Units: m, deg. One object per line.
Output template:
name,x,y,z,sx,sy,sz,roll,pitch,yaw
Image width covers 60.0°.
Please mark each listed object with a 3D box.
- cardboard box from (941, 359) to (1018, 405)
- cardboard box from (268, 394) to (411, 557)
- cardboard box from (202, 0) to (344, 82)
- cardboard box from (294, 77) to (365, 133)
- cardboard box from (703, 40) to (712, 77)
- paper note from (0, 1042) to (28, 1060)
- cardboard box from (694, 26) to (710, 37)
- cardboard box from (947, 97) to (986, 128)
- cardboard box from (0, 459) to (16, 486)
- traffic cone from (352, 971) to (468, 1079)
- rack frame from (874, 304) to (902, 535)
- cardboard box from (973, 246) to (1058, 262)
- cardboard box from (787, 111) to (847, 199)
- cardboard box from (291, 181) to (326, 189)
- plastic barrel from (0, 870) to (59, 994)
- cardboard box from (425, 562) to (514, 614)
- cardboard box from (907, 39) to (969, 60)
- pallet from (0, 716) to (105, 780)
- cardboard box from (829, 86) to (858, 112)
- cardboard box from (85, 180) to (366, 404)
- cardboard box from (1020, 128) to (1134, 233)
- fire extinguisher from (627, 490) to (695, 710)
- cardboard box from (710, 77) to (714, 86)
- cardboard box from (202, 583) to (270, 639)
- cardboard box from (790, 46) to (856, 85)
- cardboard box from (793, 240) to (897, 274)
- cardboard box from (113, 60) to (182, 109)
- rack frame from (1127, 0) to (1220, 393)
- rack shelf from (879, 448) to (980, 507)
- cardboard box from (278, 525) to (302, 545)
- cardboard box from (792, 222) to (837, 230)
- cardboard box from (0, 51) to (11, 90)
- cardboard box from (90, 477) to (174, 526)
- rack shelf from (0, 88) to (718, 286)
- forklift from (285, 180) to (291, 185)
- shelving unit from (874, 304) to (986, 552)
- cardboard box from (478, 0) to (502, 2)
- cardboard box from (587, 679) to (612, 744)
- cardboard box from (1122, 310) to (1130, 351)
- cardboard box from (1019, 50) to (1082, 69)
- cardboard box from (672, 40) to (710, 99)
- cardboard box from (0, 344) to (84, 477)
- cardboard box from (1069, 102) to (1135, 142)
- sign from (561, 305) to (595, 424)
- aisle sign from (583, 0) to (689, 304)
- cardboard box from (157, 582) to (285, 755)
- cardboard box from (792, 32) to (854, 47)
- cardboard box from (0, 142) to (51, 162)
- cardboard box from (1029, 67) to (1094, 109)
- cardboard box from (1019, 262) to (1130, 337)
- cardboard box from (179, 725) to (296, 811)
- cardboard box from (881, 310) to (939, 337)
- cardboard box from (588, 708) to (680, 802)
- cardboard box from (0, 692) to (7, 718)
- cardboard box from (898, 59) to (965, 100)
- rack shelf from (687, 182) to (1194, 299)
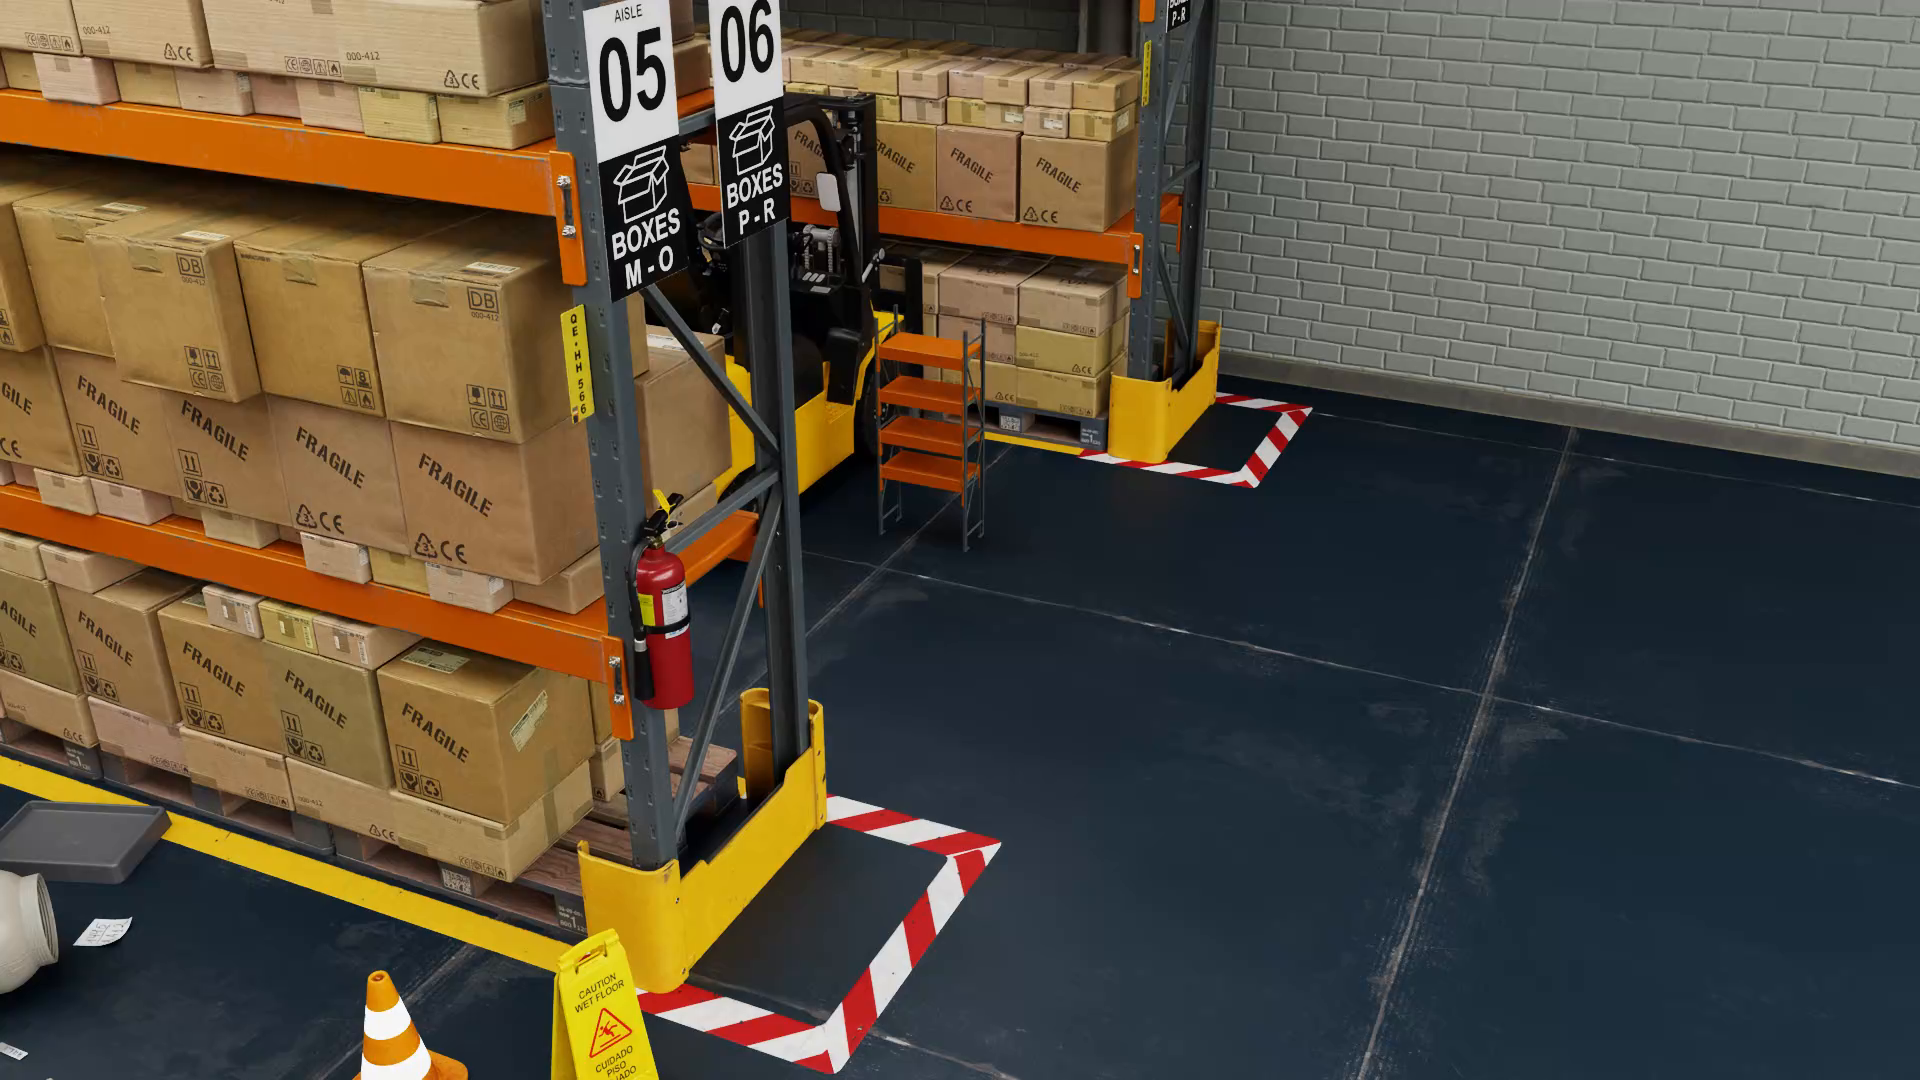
cardboard box,0.215,-1.057,10.139,0.500,0.250,0.500,11,28,22
cardboard box,-1.891,-0.313,5.539,0.500,0.500,0.500,11,28,22
cardboard box,-1.858,-1.548,4.934,0.500,0.250,0.500,11,28,21
cardboard box,-1.738,-1.333,4.950,0.250,0.149,0.380,12,29,23
cardboard box,-1.548,-2.929,10.119,0.250,0.149,0.380,12,29,23
paper note,-3.072,1.653,5.380,0.123,0.001,0.032,11,28,22
cardboard box,-1.546,-3.207,10.684,0.250,0.149,0.380,11,28,21
cardboard box,0.114,-2.492,9.569,0.250,0.149,0.380,11,28,21
cardboard box,-3.600,-0.364,6.377,0.250,0.149,0.380,12,29,23
traffic cone,-1.755,1.526,5.127,0.334,0.463,0.336,11,28,22
rack frame,-0.373,-0.613,8.637,0.015,1.200,0.240,11,28,22
cardboard box,0.407,-1.706,10.325,0.500,0.250,0.500,11,28,22
cardboard box,-0.732,-2.358,10.030,0.500,0.500,0.500,12,28,22
cardboard box,-4.900,-2.399,12.440,0.625,0.625,0.875,12,29,23
plastic barrel,-3.336,1.334,5.560,0.512,0.421,0.421,-12,29,-23
cardboard box,-1.535,0.076,5.484,0.250,0.149,0.380,11,28,21
cardboard box,-0.133,-2.947,10.155,0.250,0.149,0.380,11,28,21
pallet,-3.844,0.576,7.342,1.213,0.211,1.003,11,28,22
cardboard box,-0.577,-2.642,9.873,0.250,0.149,0.380,11,28,21
cardboard box,-2.349,-0.832,5.463,0.500,0.500,0.700,11,28,21
cardboard box,0.666,-2.078,9.462,0.500,0.500,0.500,11,28,21
fire extinguisher,-0.916,0.188,5.059,0.183,0.674,0.296,11,28,22
cardboard box,-1.321,-2.746,10.083,0.250,0.149,0.380,11,28,21
cardboard box,-2.495,0.187,6.028,0.250,0.149,0.380,13,29,24
cardboard box,-0.812,-2.830,9.918,0.250,0.149,0.380,11,28,22
cardboard box,-0.715,-1.686,10.284,0.500,0.250,0.500,11,28,21
cardboard box,-2.424,-1.484,5.256,0.250,0.149,0.380,11,28,20
rack frame,1.222,-2.049,9.516,0.127,3.000,1.000,11,28,22
rack shelf,-0.151,-0.330,8.664,0.480,0.148,0.258,11,28,22
cardboard box,-2.181,-0.118,5.877,0.250,0.149,0.380,12,29,23
cardboard box,-0.969,-1.987,10.896,0.500,0.250,0.500,12,28,22
cardboard box,-3.151,-1.590,5.473,0.250,0.149,0.380,11,28,21
cardboard box,-2.915,-0.212,6.069,0.250,0.149,0.380,11,28,22
rack shelf,-2.650,-1.441,5.700,4.000,0.370,1.077,11,28,22
forklift,-3.835,-1.205,7.880,1.130,2.935,3.031,3,26,6
shelving unit,-0.151,-0.569,8.546,0.503,1.200,0.258,11,28,22
cardboard box,-1.259,-1.586,4.562,0.250,0.149,0.380,12,29,22
cardboard box,-1.471,0.393,6.344,0.500,0.500,0.500,10,28,20
cardboard box,0.880,-1.398,10.264,0.500,0.250,0.500,12,29,23
cardboard box,0.534,-2.770,9.795,0.250,0.149,0.380,12,29,23
cardboard box,-0.997,-1.477,5.242,0.250,0.149,0.380,11,28,22
cardboard box,-3.267,-0.590,6.103,0.500,0.500,0.500,11,28,21
cardboard box,0.791,-2.336,9.251,0.250,0.149,0.380,12,29,23
sign,-1.077,-0.494,4.689,0.005,0.325,0.100,11,28,22
aisle sign,-0.893,-1.091,4.627,0.004,0.787,0.394,11,28,22
cardboard box,-2.599,0.425,6.278,0.500,0.500,0.500,11,28,21
cardboard box,-0.851,-3.066,10.397,0.250,0.149,0.380,11,28,21
cardboard box,-3.704,-1.141,6.090,0.500,0.500,0.700,12,28,22
cardboard box,0.571,-2.532,9.312,0.250,0.149,0.380,11,28,22
cardboard box,0.674,-1.411,9.726,0.500,0.250,0.500,12,29,24
cardboard box,-2.623,0.762,6.444,0.500,0.250,0.500,10,28,20
cardboard box,-0.281,-1.373,10.215,0.500,0.250,0.500,11,28,21
cardboard box,-1.449,0.734,6.501,0.500,0.250,0.500,11,28,21
cardboard box,-4.045,0.478,7.021,0.500,0.250,0.500,10,28,19
cardboard box,-0.157,-2.647,9.546,0.250,0.149,0.380,12,29,23
rack shelf,-0.598,-2.092,10.418,4.000,0.370,1.077,11,28,22
